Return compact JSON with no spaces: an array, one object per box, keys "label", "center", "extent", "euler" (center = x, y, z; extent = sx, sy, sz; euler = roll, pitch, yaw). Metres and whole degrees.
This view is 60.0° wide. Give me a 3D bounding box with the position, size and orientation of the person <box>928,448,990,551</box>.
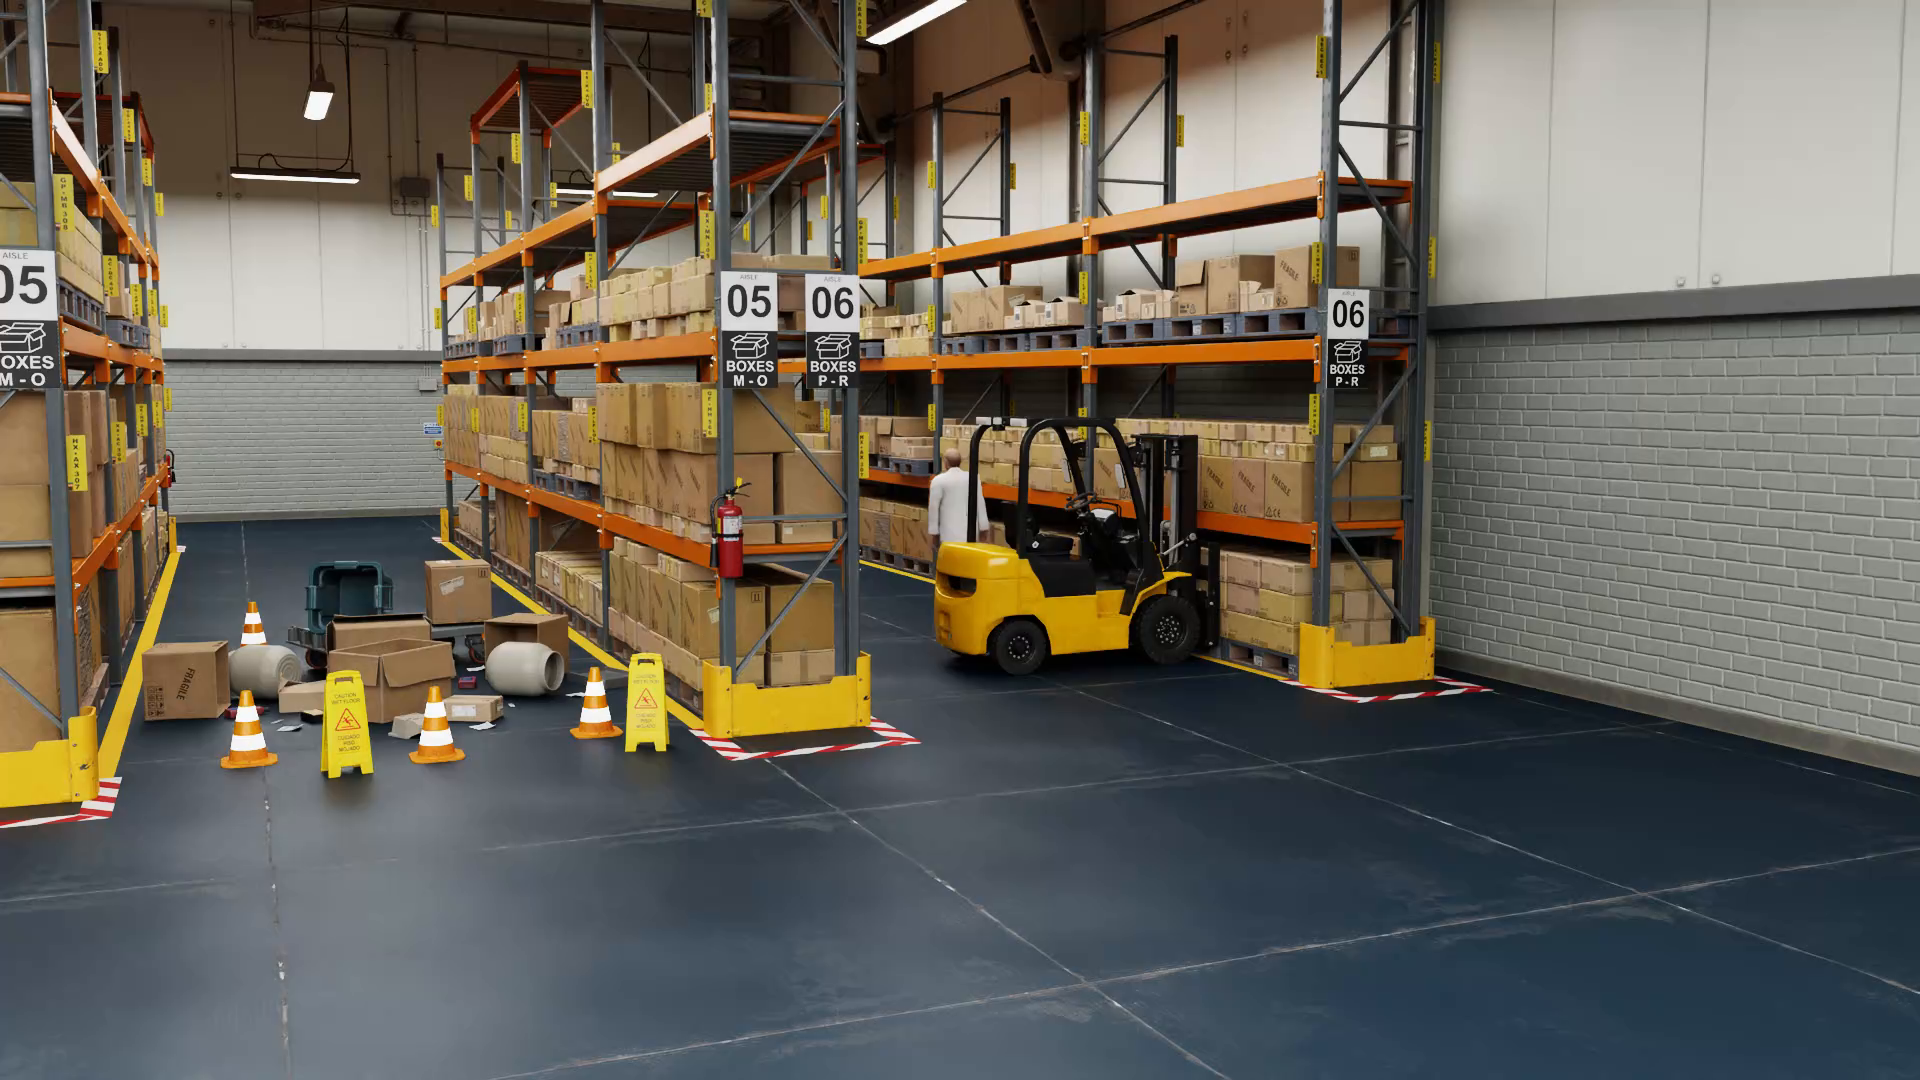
[{"label":"person","center":[-0.015,-0.044,17.244],"extent":[0.608,1.809,0.621],"euler":[-2,6,-21]}]
